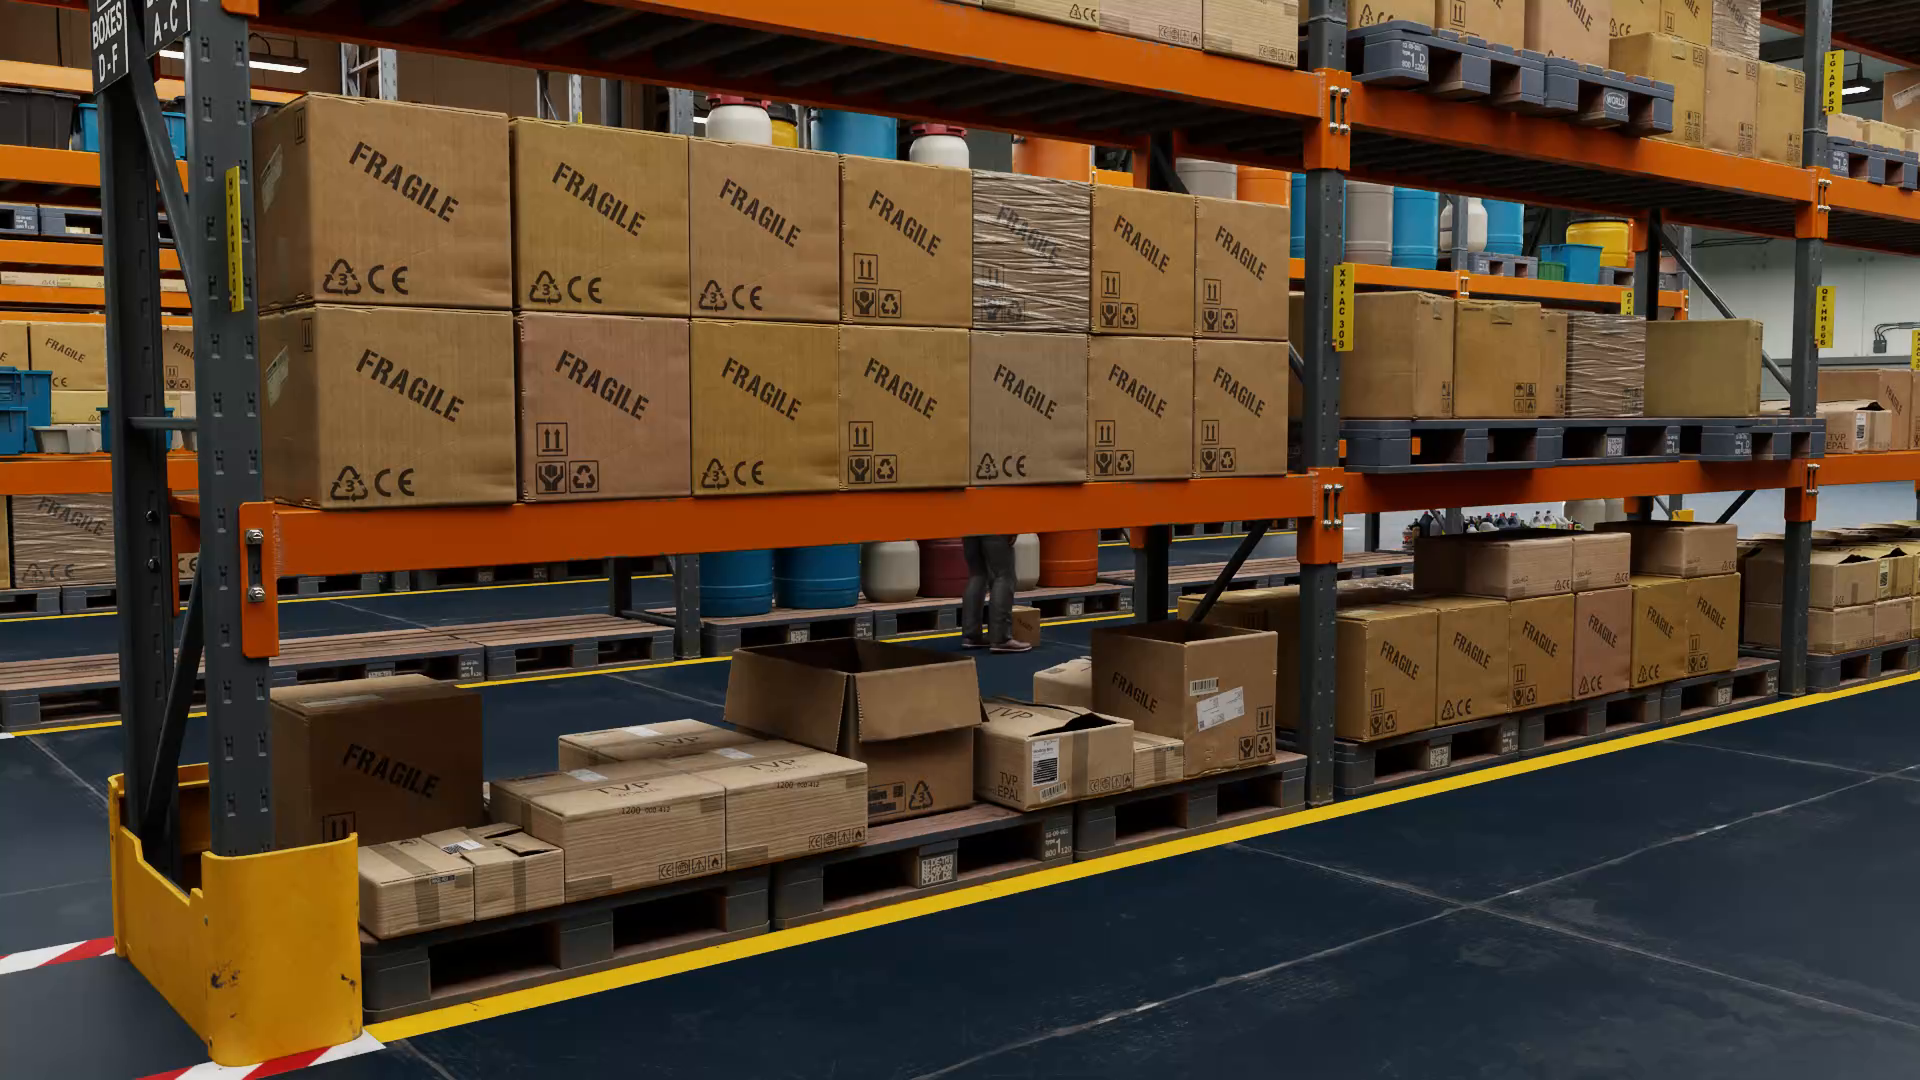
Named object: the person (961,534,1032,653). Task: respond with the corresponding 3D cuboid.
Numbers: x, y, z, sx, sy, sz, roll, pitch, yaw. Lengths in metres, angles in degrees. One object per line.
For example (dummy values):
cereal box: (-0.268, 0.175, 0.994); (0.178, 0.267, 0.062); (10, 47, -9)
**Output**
person: (0.190, -0.111, 10.729); (0.348, 1.654, 0.507); (-4, 6, -41)
